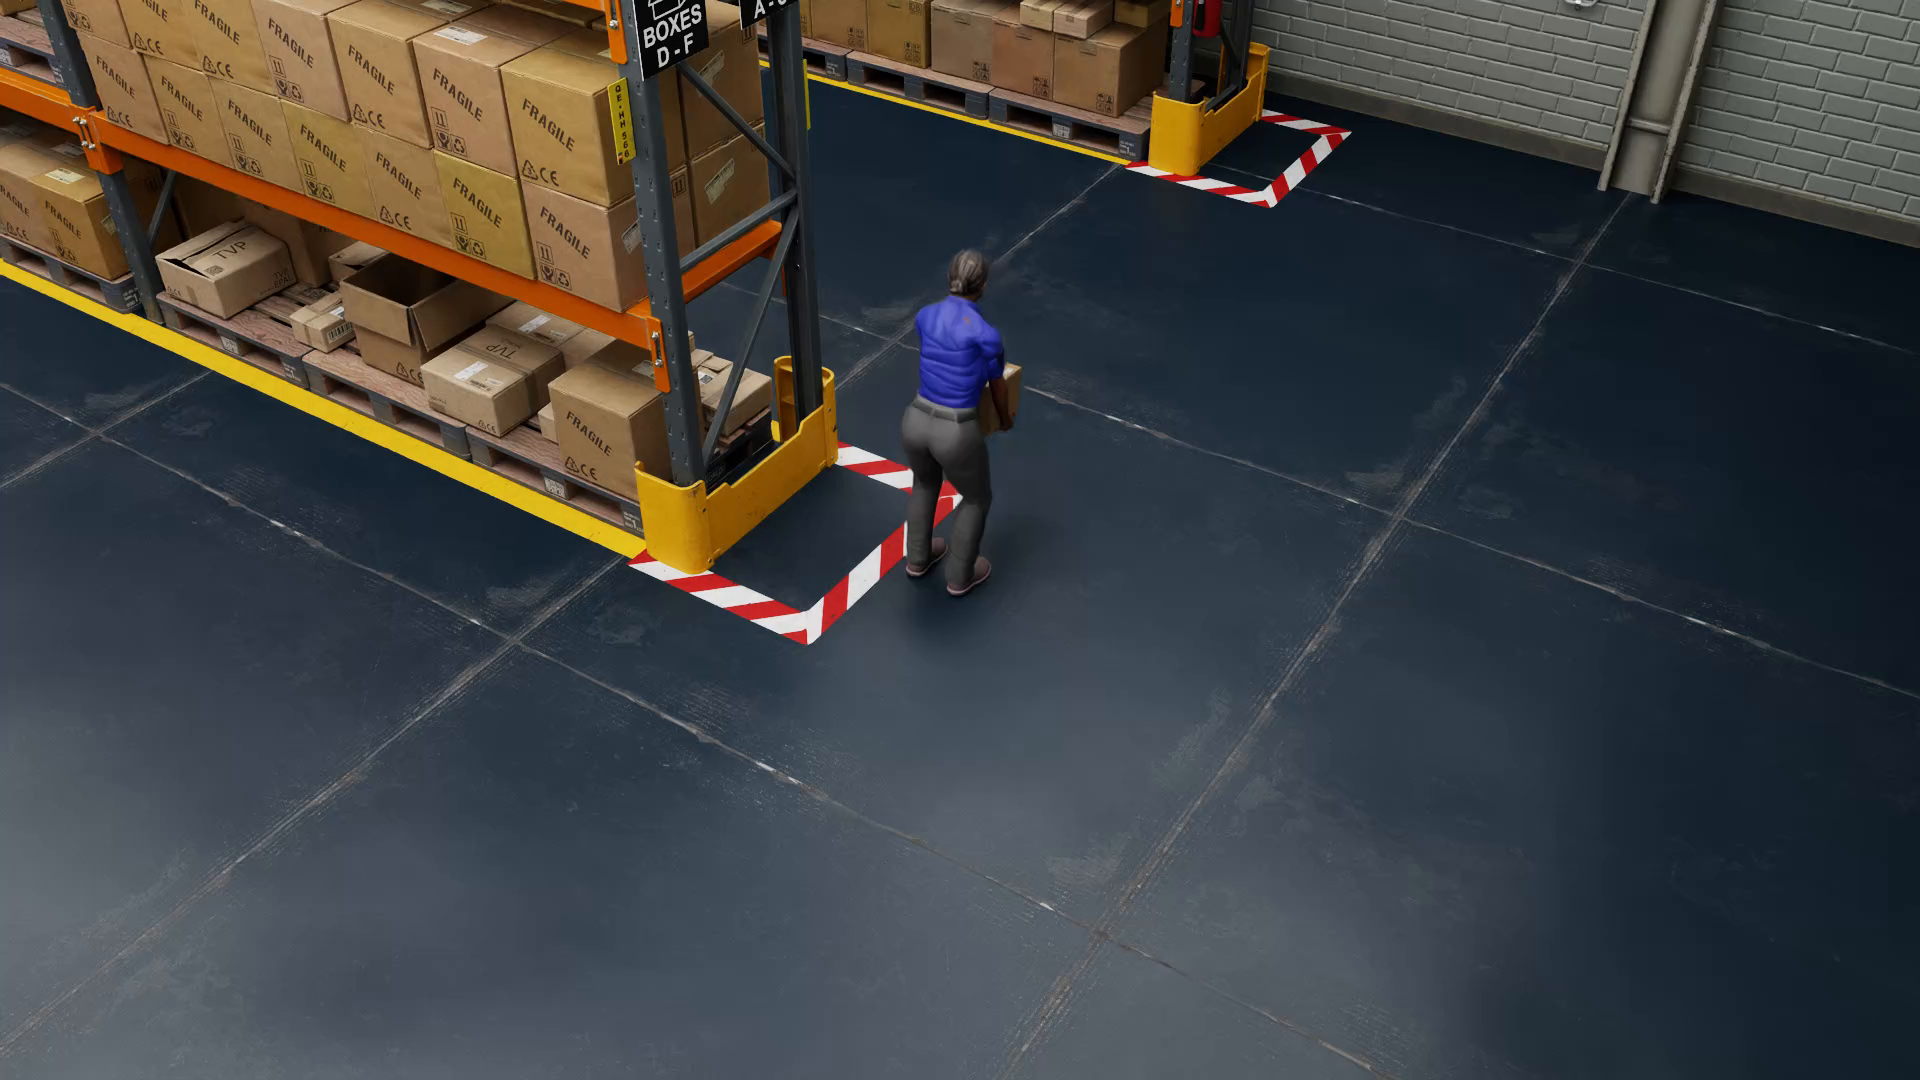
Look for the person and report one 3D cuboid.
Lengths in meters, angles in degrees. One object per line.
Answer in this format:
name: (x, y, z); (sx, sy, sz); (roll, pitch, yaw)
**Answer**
person: (-0.018, -0.521, 7.389); (0.412, 1.599, 0.561); (21, 43, 24)
